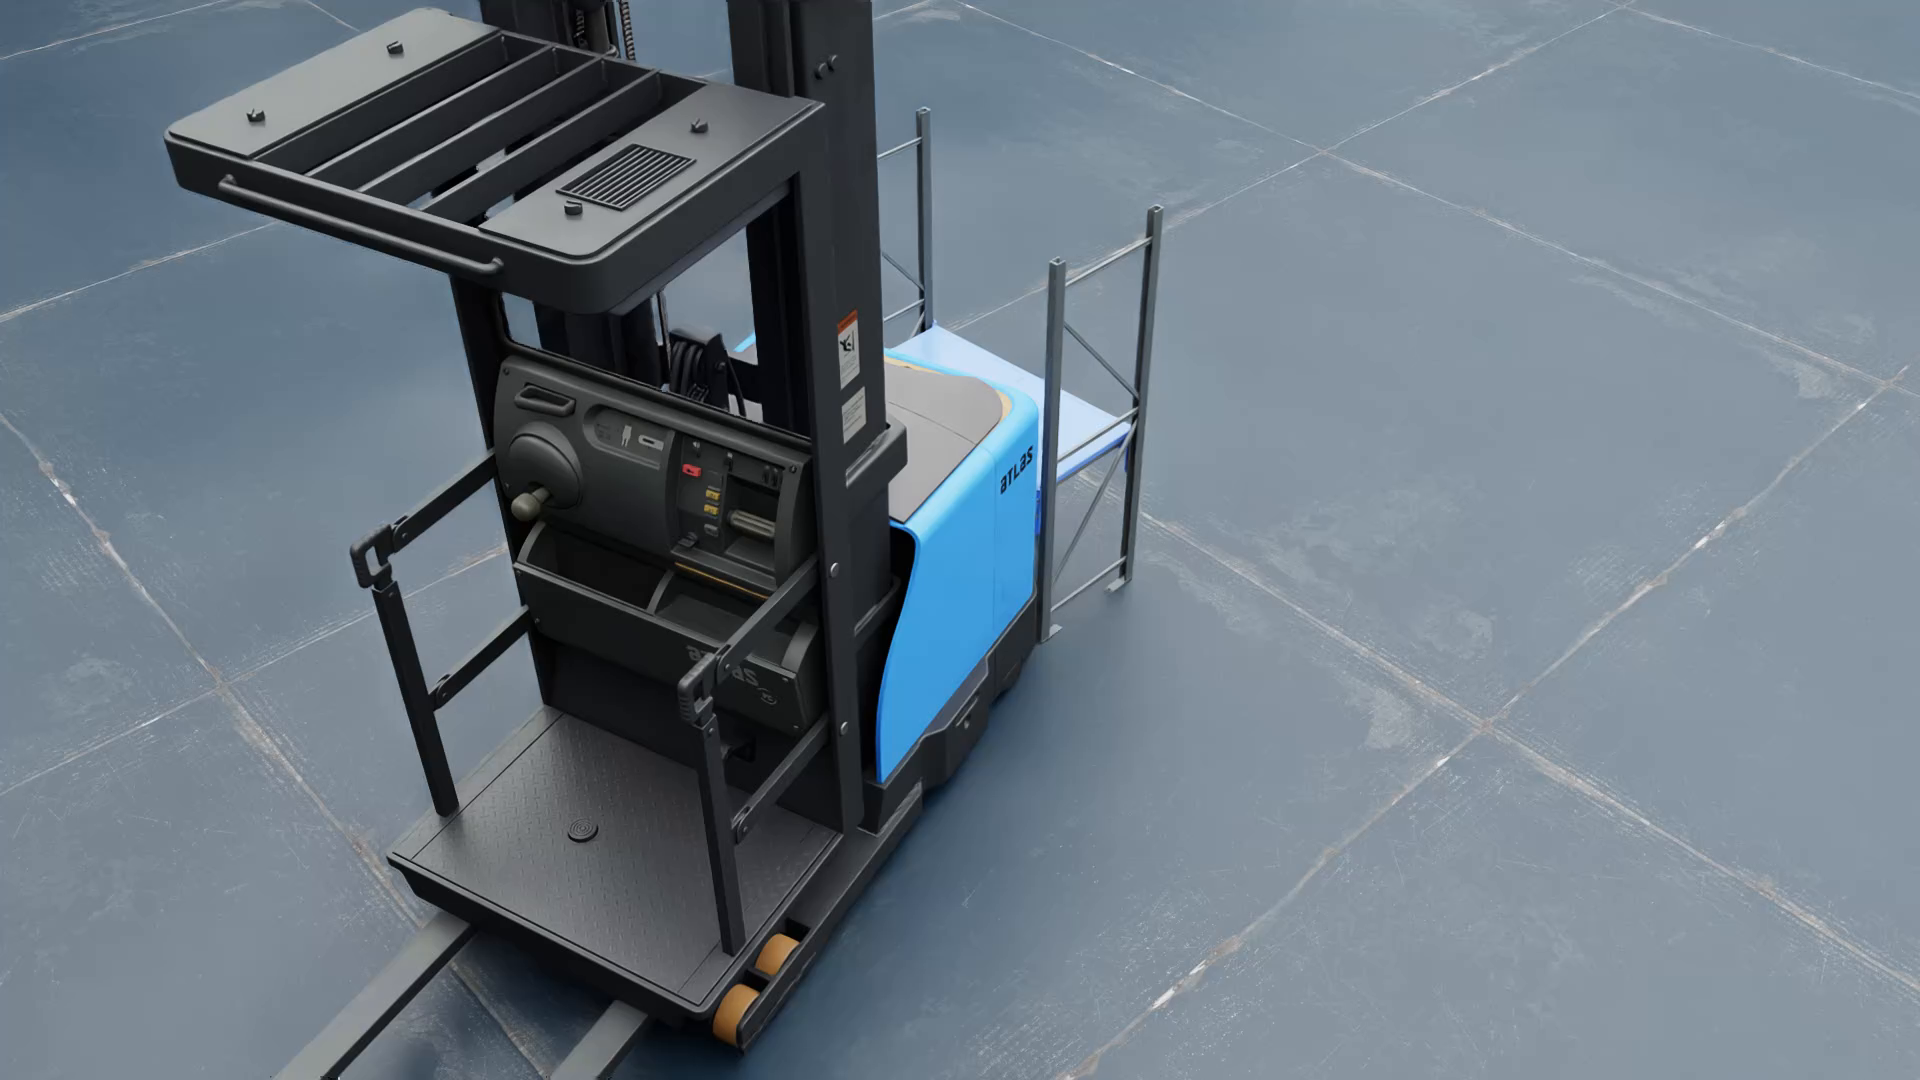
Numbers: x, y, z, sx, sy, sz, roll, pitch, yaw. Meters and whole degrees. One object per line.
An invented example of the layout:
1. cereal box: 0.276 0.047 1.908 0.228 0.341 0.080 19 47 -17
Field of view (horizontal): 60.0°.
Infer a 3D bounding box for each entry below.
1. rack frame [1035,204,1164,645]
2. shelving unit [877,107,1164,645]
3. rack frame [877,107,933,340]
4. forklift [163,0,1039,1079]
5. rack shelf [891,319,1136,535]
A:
1. rack frame: 0.446 -0.338 5.475 0.032 1.500 0.500 31 48 33
2. shelving unit: 0.081 -0.560 5.750 1.048 1.500 0.538 31 48 33
3. rack frame: -0.285 -0.782 6.025 0.032 1.500 0.500 31 48 33
4. forklift: -0.896 -0.089 4.028 1.130 2.935 3.031 19 43 22
5. rack shelf: 0.081 -0.420 5.863 1.000 0.185 0.538 31 48 33
